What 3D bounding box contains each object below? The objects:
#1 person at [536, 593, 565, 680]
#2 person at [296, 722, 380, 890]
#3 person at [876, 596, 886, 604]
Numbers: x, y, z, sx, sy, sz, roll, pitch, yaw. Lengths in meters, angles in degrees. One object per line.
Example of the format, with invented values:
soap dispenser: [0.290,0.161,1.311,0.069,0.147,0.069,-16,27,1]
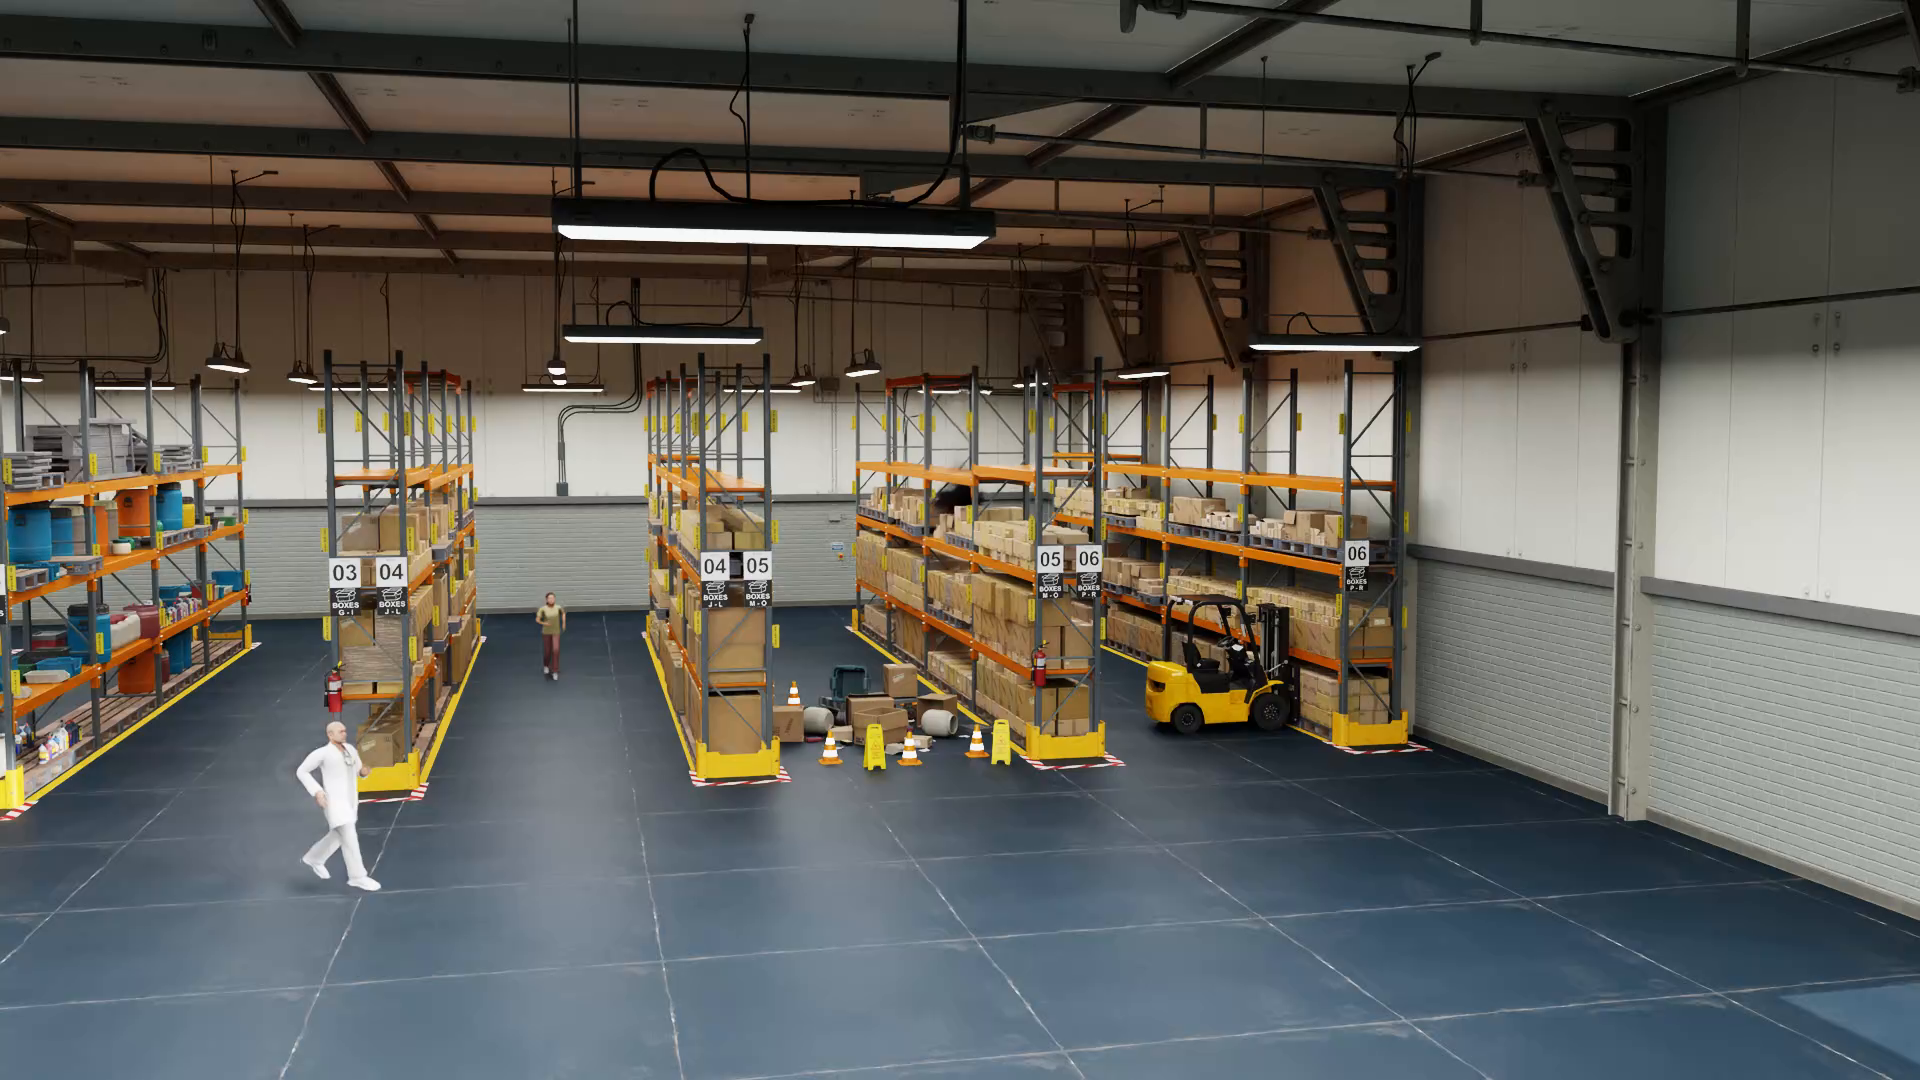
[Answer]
person: [-8.088,1.877,32.888,0.593,1.696,0.856,-1,4,-20]
person: [-6.684,2.838,17.913,1.043,1.774,0.699,1,4,16]
person: [-1.886,1.291,41.594,0.488,1.649,0.689,1,4,16]
